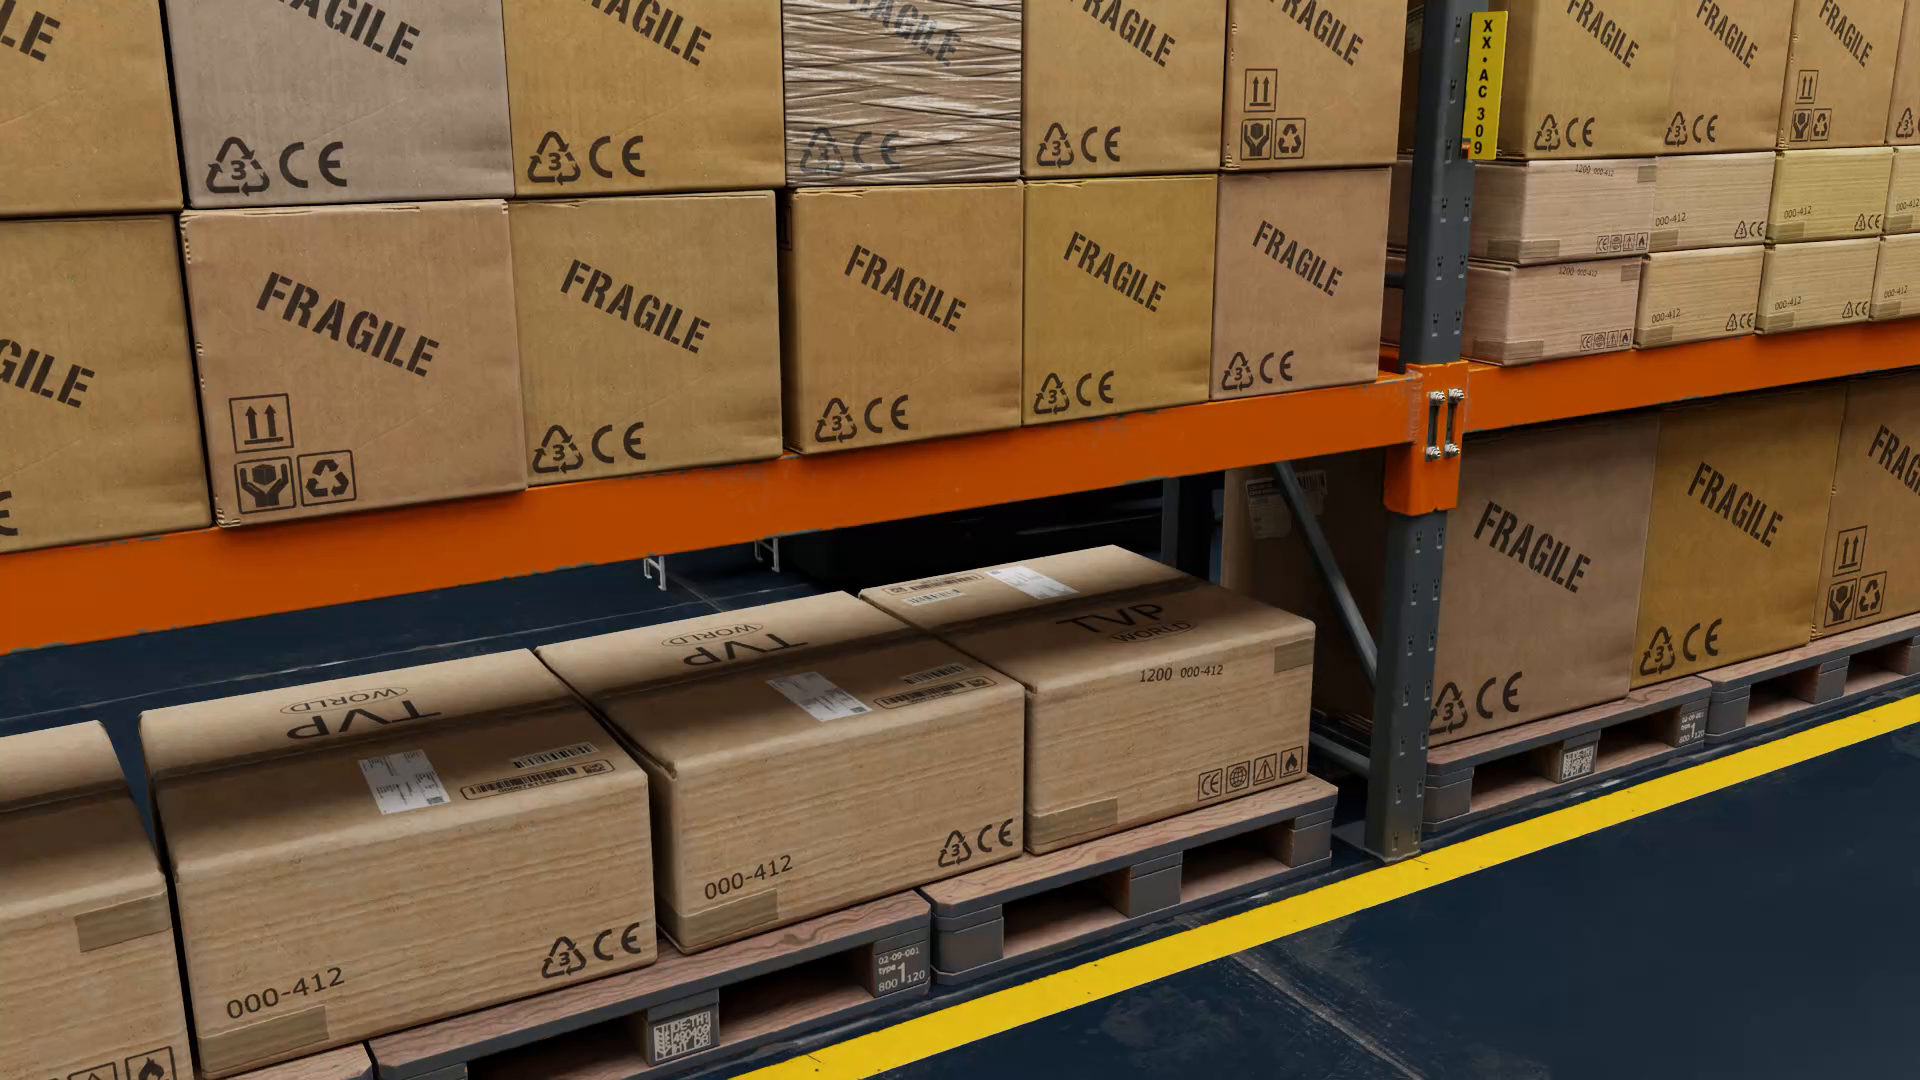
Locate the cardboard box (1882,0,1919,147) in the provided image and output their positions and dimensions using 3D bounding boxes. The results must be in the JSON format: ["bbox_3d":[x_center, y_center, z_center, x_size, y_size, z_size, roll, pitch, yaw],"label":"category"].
[{"bbox_3d":[2.730,-1.456,5.008,0.500,0.500,0.500,-10,18,-31],"label":"cardboard box"}]

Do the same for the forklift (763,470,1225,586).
[{"bbox_3d":[0.552,-1.489,7.293,3.031,2.935,1.130,-8,18,-27],"label":"forklift"}]

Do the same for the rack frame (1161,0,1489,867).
[{"bbox_3d":[0.912,-0.712,4.392,0.127,3.000,1.000,-9,18,-30],"label":"rack frame"}]

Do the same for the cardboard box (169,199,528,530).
[{"bbox_3d":[-1.093,-0.348,2.907,0.500,0.500,0.500,-9,18,-30],"label":"cardboard box"}]

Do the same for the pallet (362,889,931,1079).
[{"bbox_3d":[-0.827,0.889,3.847,1.213,0.211,1.003,-9,18,-30],"label":"pallet"}]

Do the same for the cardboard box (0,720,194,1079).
[{"bbox_3d":[-2.002,0.761,3.107,0.875,0.438,0.875,-10,18,-32],"label":"cardboard box"}]

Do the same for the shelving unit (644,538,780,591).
[{"bbox_3d":[-1.038,-0.437,6.723,0.503,1.200,0.258,-9,18,-26],"label":"shelving unit"}]

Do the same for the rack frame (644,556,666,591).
[{"bbox_3d":[-1.254,-0.401,6.616,0.015,1.200,0.240,-9,18,-26],"label":"rack frame"}]

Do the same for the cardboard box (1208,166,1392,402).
[{"bbox_3d":[0.646,-0.636,3.937,0.500,0.500,0.500,-9,18,-29],"label":"cardboard box"}]

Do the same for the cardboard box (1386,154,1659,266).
[{"bbox_3d":[1.435,-0.876,4.330,0.500,0.250,0.500,-10,18,-31],"label":"cardboard box"}]

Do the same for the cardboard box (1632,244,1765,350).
[{"bbox_3d":[1.868,-0.712,4.670,0.500,0.250,0.500,-10,18,-31],"label":"cardboard box"}]

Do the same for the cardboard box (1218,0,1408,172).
[{"bbox_3d":[0.650,-1.112,3.781,0.500,0.500,0.500,-9,18,-30],"label":"cardboard box"}]

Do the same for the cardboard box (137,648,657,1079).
[{"bbox_3d":[-1.222,0.632,3.568,0.875,0.438,0.875,-9,18,-28],"label":"cardboard box"}]

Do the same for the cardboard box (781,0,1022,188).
[{"bbox_3d":[-0.221,-0.970,3.276,0.500,0.500,0.500,-9,18,-29],"label":"cardboard box"}]

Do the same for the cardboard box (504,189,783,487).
[{"bbox_3d":[-0.672,-0.421,3.169,0.500,0.500,0.500,-9,18,-28],"label":"cardboard box"}]

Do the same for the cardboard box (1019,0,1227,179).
[{"bbox_3d":[0.211,-1.043,3.537,0.500,0.500,0.500,-10,18,-31],"label":"cardboard box"}]

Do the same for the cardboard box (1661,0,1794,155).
[{"bbox_3d":[1.859,-1.313,4.499,0.500,0.500,0.500,-9,18,-30],"label":"cardboard box"}]

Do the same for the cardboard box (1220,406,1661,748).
[{"bbox_3d":[1.402,0.004,4.995,0.875,0.875,0.875,-9,18,-28],"label":"cardboard box"}]

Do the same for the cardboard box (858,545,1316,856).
[{"bbox_3d":[0.319,0.382,4.458,0.875,0.438,0.875,-10,18,-31],"label":"cardboard box"}]

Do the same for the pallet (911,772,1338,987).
[{"bbox_3d":[0.220,0.718,4.456,1.213,0.211,1.003,-9,18,-30],"label":"pallet"}]

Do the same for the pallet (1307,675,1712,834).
[{"bbox_3d":[1.535,0.506,5.213,1.213,0.211,1.003,-9,18,-30],"label":"pallet"}]

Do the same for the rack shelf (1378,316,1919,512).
[{"bbox_3d":[2.627,-0.643,5.481,4.000,0.370,1.077,-9,18,-30],"label":"rack shelf"}]

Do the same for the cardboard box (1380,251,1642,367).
[{"bbox_3d":[1.425,-0.640,4.412,0.500,0.250,0.500,-10,18,-31],"label":"cardboard box"}]

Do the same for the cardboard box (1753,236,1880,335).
[{"bbox_3d":[2.316,-0.780,4.911,0.500,0.250,0.500,-9,18,-30],"label":"cardboard box"}]

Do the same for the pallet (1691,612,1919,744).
[{"bbox_3d":[2.582,0.335,5.822,1.213,0.211,1.003,-9,18,-30],"label":"pallet"}]

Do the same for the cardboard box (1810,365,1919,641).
[{"bbox_3d":[2.939,-0.247,5.893,0.875,0.875,0.875,-9,18,-29],"label":"cardboard box"}]

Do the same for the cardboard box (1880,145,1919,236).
[{"bbox_3d":[2.746,-1.090,5.093,0.500,0.250,0.500,-10,18,-31],"label":"cardboard box"}]

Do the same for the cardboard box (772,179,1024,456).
[{"bbox_3d":[-0.215,-0.490,3.416,0.500,0.500,0.500,-10,18,-31],"label":"cardboard box"}]

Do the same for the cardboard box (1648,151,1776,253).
[{"bbox_3d":[1.867,-0.955,4.612,0.500,0.250,0.500,-9,18,-29],"label":"cardboard box"}]

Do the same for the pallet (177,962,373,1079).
[{"bbox_3d":[-1.871,1.058,3.246,1.213,0.211,1.003,-9,18,-30],"label":"pallet"}]

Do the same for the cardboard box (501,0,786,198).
[{"bbox_3d":[-0.655,-0.903,3.035,0.500,0.500,0.500,-9,18,-29],"label":"cardboard box"}]

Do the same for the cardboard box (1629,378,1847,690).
[{"bbox_3d":[2.173,-0.123,5.450,0.875,0.875,0.875,-9,18,-28],"label":"cardboard box"}]

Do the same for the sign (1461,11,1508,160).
[{"bbox_3d":[1.199,-1.039,3.807,0.005,0.325,0.100,-9,18,-30],"label":"sign"}]

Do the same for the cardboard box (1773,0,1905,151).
[{"bbox_3d":[2.291,-1.382,4.746,0.500,0.500,0.500,-10,18,-31],"label":"cardboard box"}]

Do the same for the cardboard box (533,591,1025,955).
[{"bbox_3d":[-0.448,0.507,4.014,0.875,0.438,0.875,-10,18,-31],"label":"cardboard box"}]

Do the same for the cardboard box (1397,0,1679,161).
[{"bbox_3d":[1.437,-1.236,4.224,0.500,0.500,0.500,-9,18,-29],"label":"cardboard box"}]

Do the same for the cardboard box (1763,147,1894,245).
[{"bbox_3d":[2.313,-1.019,4.840,0.500,0.250,0.500,-9,18,-29],"label":"cardboard box"}]

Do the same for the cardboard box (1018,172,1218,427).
[{"bbox_3d":[0.208,-0.564,3.678,0.500,0.500,0.500,-10,18,-31],"label":"cardboard box"}]

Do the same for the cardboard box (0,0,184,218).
[{"bbox_3d":[-1.519,-0.760,2.525,0.500,0.500,0.500,-10,18,-31],"label":"cardboard box"}]

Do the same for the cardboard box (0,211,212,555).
[{"bbox_3d":[-1.538,-0.281,2.670,0.500,0.500,0.500,-10,18,-31],"label":"cardboard box"}]

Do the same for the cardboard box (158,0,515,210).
[{"bbox_3d":[-1.082,-0.833,2.786,0.500,0.500,0.500,-9,18,-30],"label":"cardboard box"}]

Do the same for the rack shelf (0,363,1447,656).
[{"bbox_3d":[-0.802,-0.087,3.497,4.000,0.370,1.077,-9,18,-30],"label":"rack shelf"}]

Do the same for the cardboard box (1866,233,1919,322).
[{"bbox_3d":[2.749,-0.847,5.152,0.500,0.250,0.500,-10,18,-31],"label":"cardboard box"}]

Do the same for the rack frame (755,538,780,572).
[{"bbox_3d":[-0.822,-0.472,6.831,0.015,1.200,0.240,-9,18,-26],"label":"rack frame"}]
